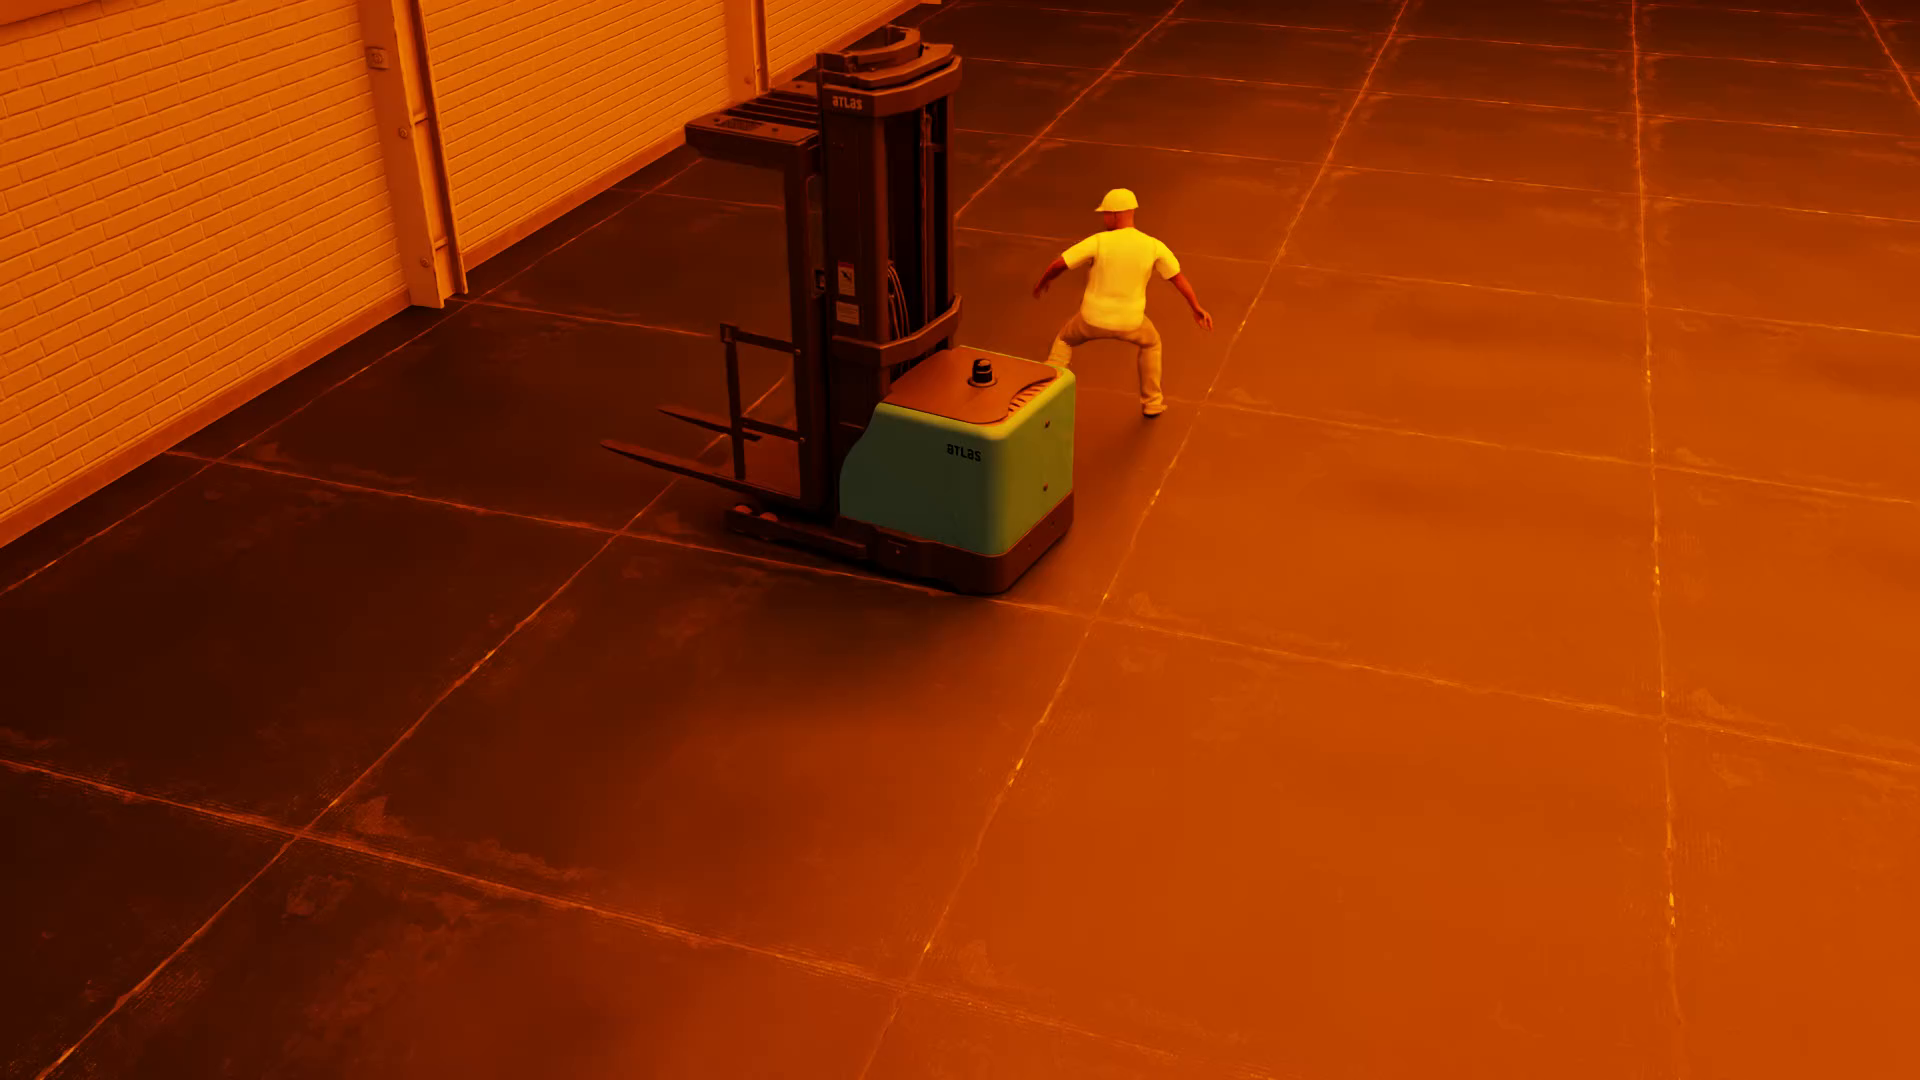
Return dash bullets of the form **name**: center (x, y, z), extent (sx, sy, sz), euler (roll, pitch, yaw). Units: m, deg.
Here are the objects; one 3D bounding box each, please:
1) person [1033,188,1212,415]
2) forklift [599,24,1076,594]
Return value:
- **person**: center (1.098, -1.553, 11.259), extent (1.214, 1.654, 0.516), euler (1, 30, 2)
- **forklift**: center (-0.850, -1.482, 9.737), extent (3.031, 2.935, 1.130), euler (15, 33, 25)
